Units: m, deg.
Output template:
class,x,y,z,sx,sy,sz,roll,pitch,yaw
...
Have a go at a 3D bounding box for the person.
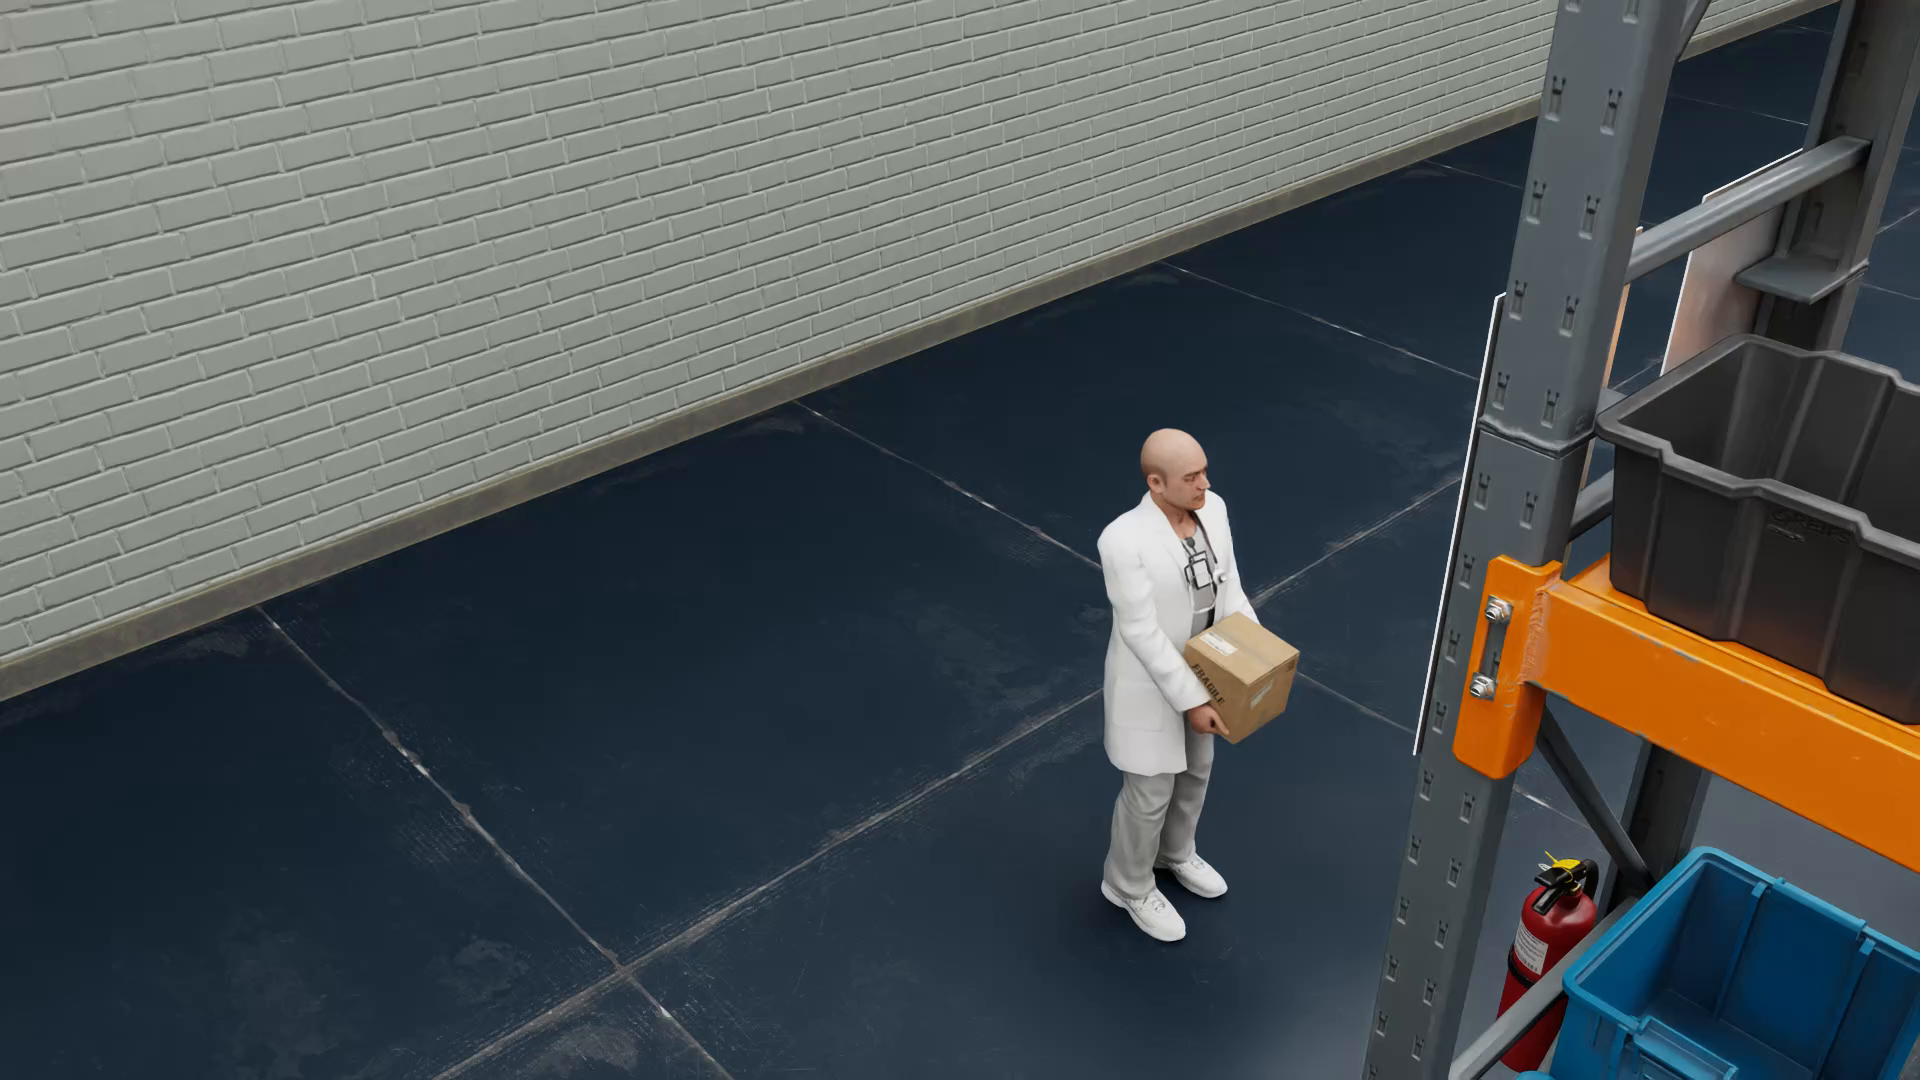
class,x,y,z,sx,sy,sz,roll,pitch,yaw
person,0.737,0.496,5.338,0.522,1.778,0.543,-26,40,-35
